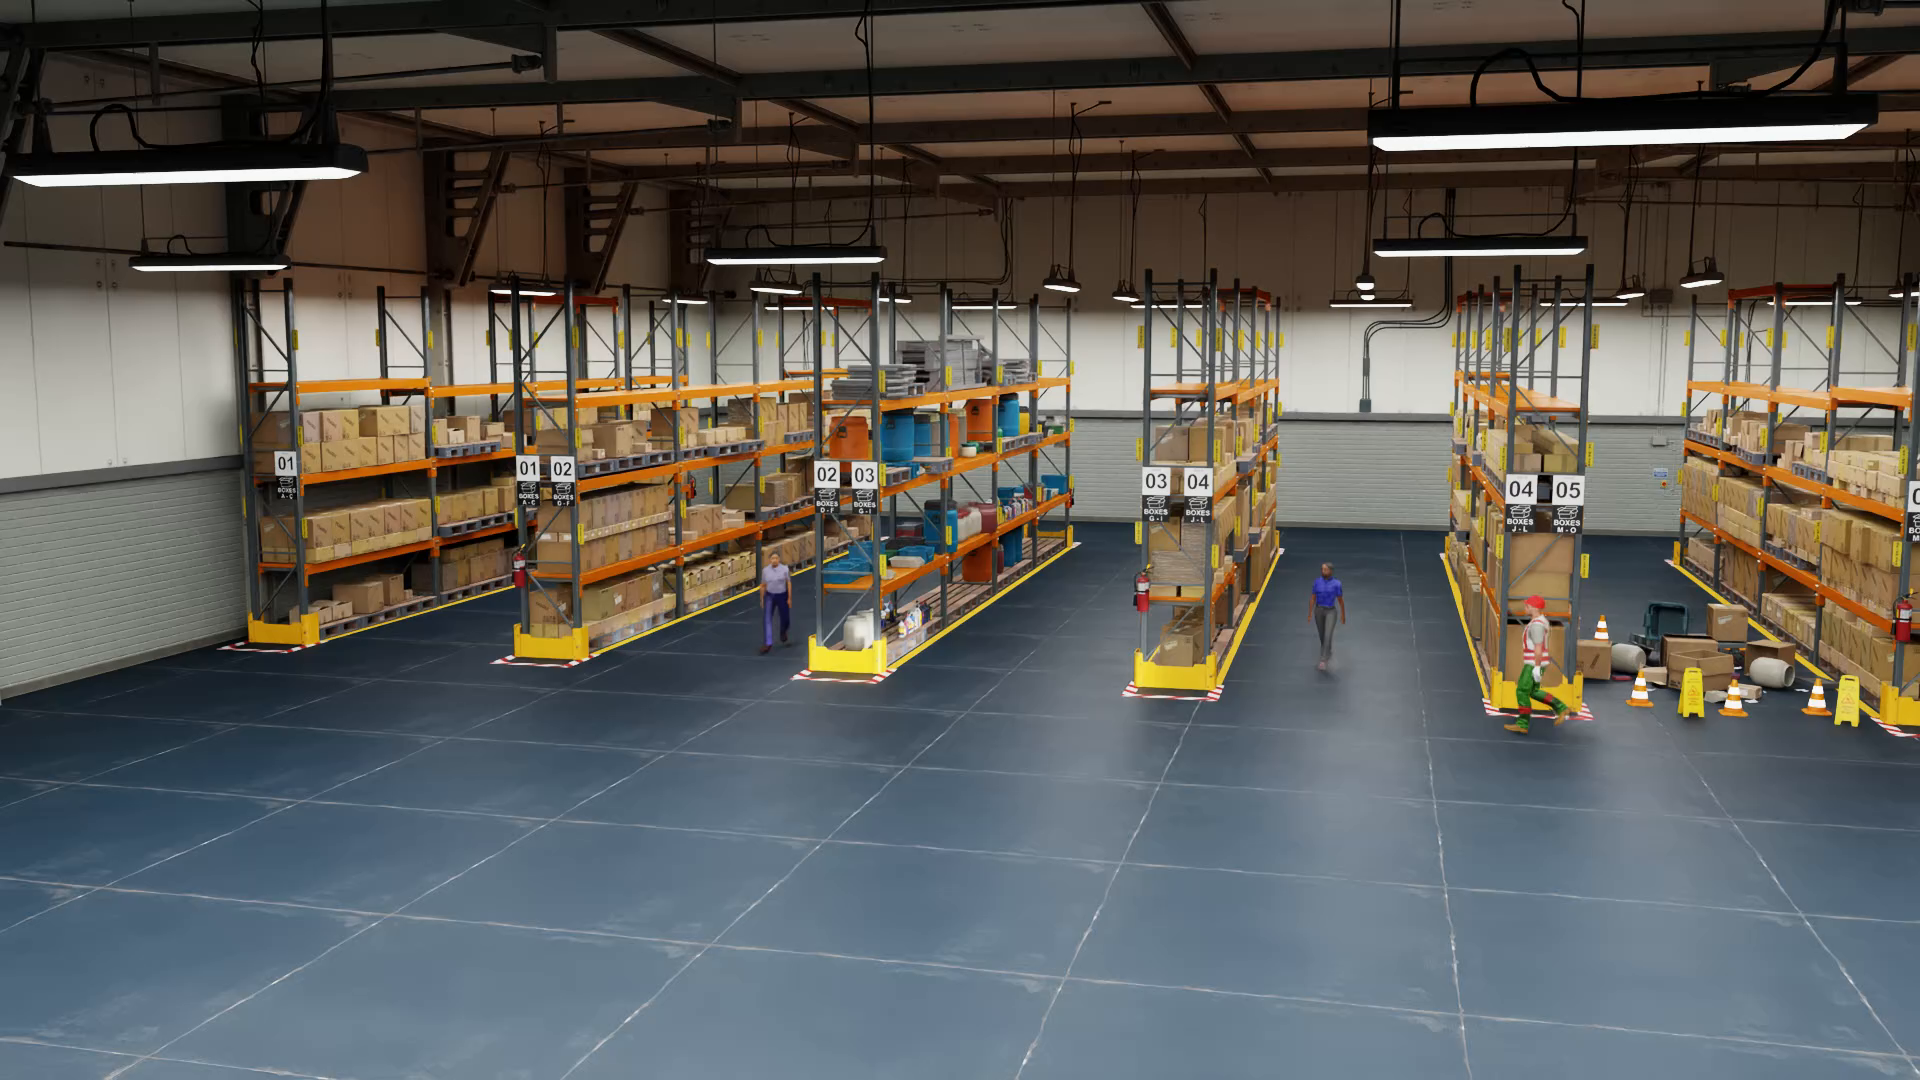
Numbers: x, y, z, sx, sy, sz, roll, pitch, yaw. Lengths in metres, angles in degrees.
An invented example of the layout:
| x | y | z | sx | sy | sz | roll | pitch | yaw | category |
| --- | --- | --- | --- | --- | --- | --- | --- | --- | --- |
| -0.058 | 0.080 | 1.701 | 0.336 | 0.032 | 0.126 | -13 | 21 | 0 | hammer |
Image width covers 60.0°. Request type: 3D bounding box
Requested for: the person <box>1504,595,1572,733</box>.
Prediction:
| x | y | z | sx | sy | sz | roll | pitch | yaw | category |
| --- | --- | --- | --- | --- | --- | --- | --- | --- | --- |
| 7.388 | 1.584 | 21.169 | 0.826 | 1.771 | 0.557 | 2 | 7 | 18 | person |

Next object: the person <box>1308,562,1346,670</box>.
| x | y | z | sx | sy | sz | roll | pitch | yaw | category |
| --- | --- | --- | --- | --- | --- | --- | --- | --- | --- |
| 5.584 | 1.135 | 25.502 | 0.484 | 1.607 | 0.948 | 5 | 9 | 37 | person |

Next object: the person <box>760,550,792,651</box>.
| x | y | z | sx | sy | sz | roll | pitch | yaw | category |
| --- | --- | --- | --- | --- | --- | --- | --- | --- | --- |
| -2.997 | 0.967 | 27.069 | 0.514 | 1.594 | 0.899 | 0 | 7 | -3 | person |
